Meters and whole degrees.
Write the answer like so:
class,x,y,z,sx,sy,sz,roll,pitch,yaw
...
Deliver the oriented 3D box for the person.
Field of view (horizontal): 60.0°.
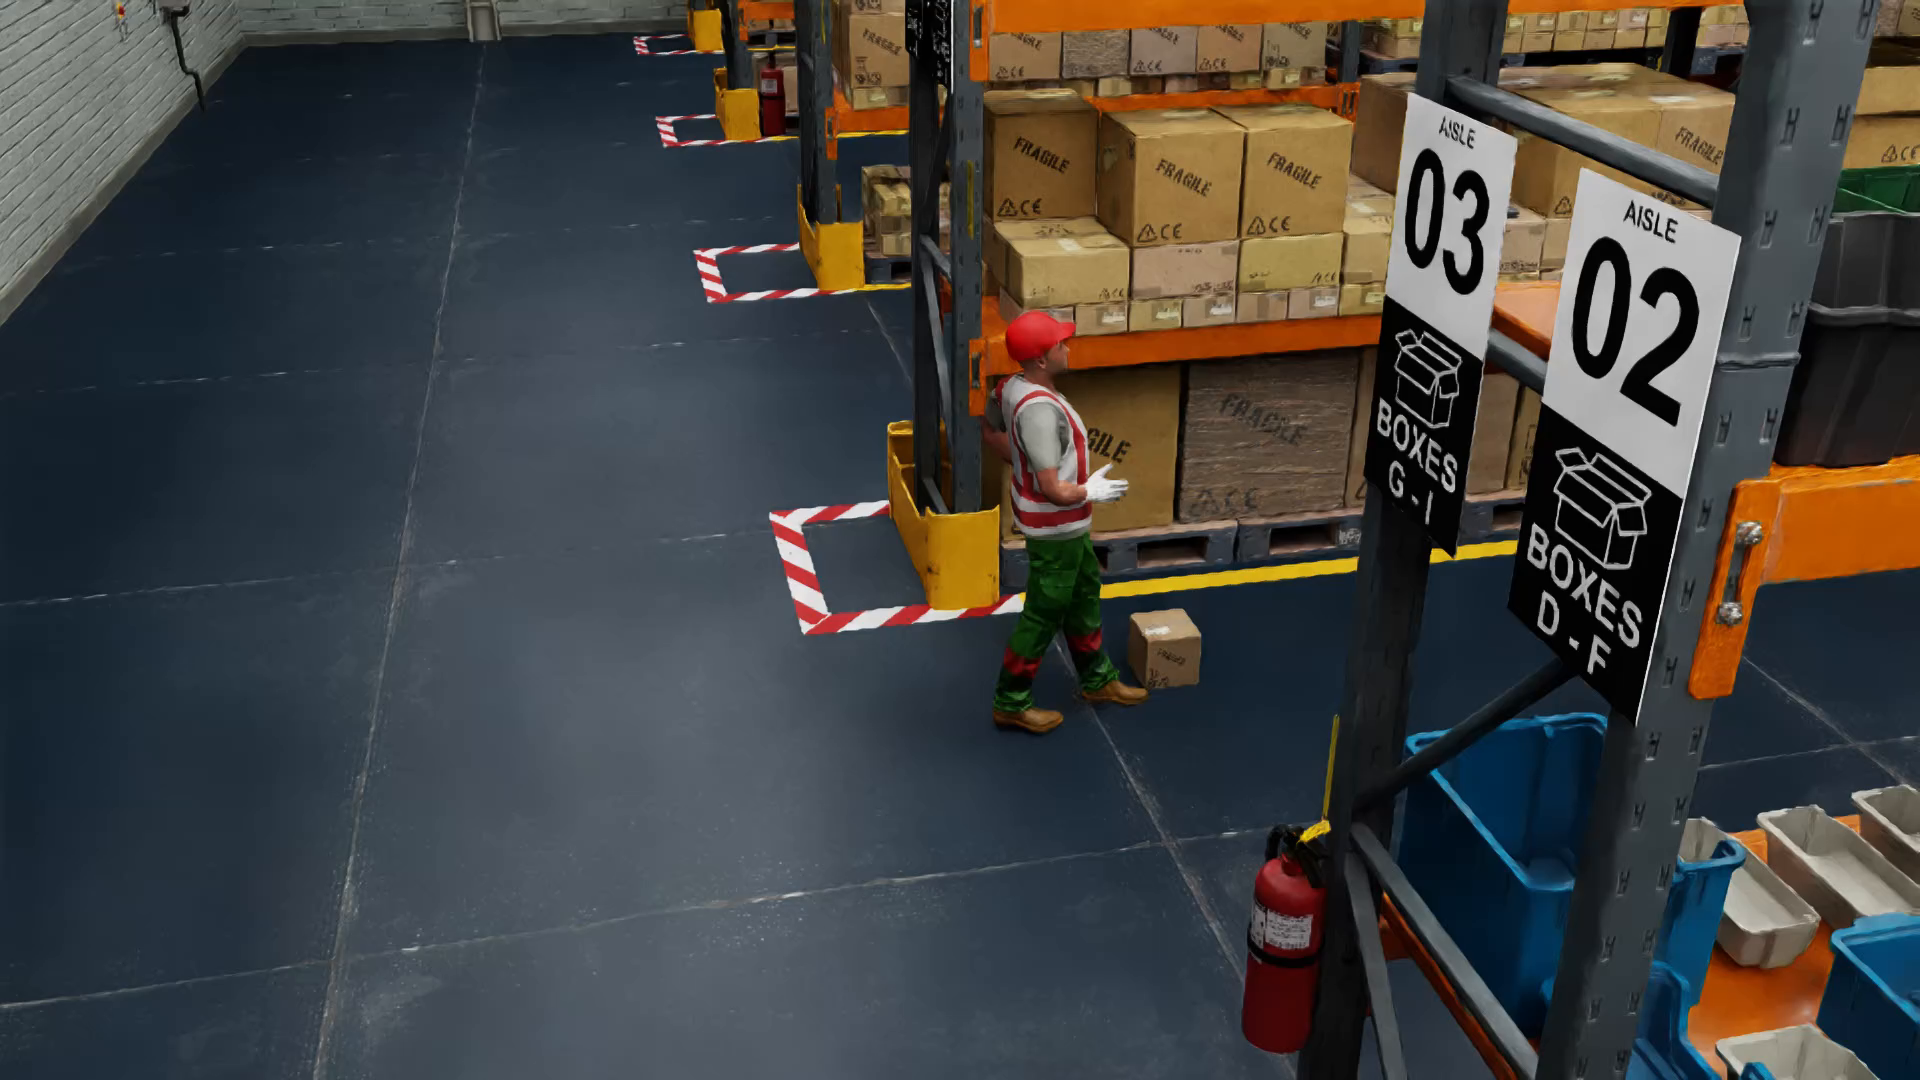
class,x,y,z,sx,sy,sz,roll,pitch,yaw
person,0.476,-0.070,6.739,0.710,1.795,0.709,-3,27,-7
